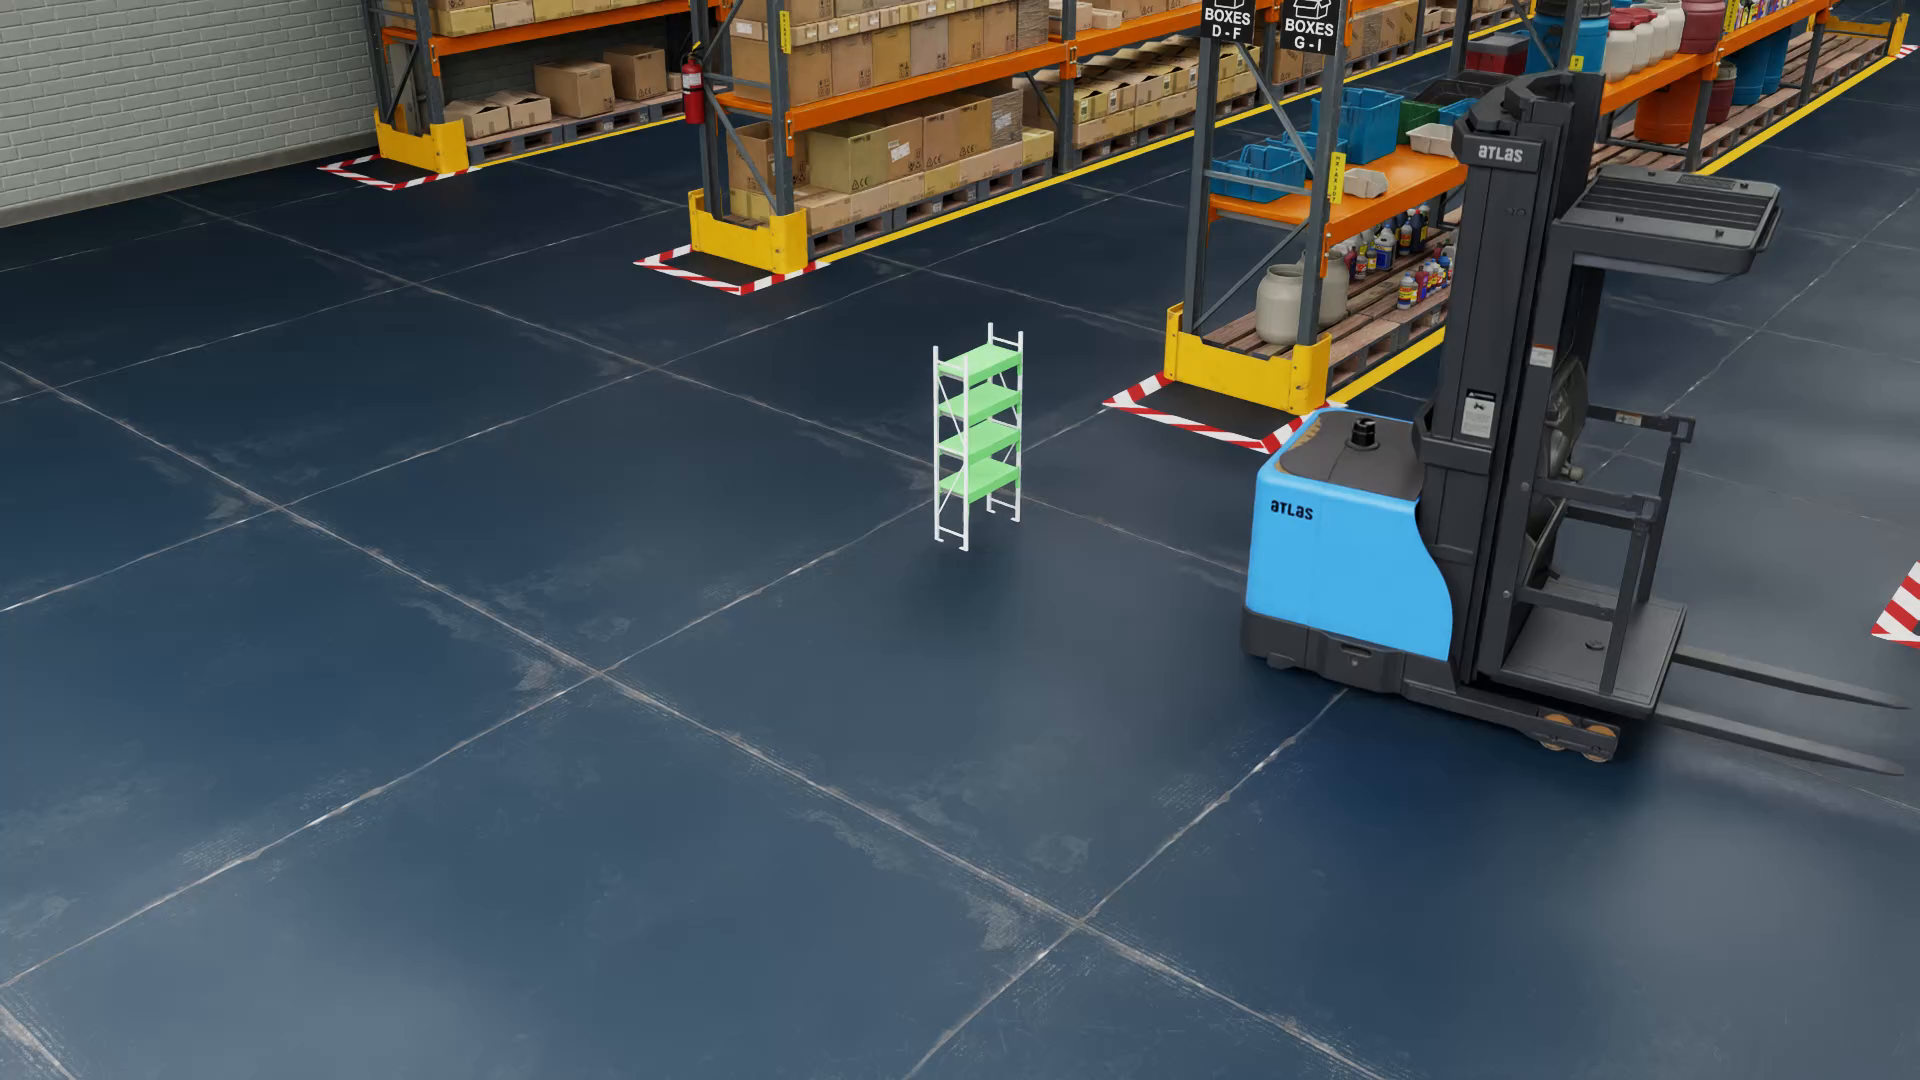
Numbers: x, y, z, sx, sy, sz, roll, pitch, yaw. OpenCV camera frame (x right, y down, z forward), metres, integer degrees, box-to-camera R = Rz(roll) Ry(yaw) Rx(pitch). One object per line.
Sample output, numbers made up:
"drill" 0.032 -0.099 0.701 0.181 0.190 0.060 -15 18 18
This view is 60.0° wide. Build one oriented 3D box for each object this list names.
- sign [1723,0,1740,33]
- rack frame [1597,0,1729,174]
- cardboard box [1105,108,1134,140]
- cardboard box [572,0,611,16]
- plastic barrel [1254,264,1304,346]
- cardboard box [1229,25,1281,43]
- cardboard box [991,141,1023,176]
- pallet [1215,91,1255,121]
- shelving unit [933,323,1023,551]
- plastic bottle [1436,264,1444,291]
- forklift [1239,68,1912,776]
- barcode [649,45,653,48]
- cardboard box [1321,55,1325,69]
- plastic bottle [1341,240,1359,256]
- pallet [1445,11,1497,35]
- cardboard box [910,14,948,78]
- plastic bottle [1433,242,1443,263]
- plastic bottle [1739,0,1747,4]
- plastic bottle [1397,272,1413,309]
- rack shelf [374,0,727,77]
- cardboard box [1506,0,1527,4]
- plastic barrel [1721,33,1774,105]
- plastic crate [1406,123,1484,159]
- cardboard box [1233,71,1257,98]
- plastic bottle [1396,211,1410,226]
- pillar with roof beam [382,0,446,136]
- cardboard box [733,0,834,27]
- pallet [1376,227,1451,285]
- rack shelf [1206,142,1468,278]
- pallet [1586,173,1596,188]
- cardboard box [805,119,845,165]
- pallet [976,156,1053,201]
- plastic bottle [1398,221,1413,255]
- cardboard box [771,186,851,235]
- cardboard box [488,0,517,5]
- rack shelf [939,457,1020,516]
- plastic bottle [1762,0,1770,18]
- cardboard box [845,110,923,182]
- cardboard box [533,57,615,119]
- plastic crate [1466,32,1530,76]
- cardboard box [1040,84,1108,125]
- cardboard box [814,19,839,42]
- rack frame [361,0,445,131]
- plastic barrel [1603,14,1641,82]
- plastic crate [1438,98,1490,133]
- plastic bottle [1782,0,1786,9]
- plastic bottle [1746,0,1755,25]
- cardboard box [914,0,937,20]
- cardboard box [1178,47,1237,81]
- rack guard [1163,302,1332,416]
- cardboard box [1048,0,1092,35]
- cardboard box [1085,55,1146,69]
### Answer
"sign" 7.513 -5.115 16.195 0.100 0.325 0.005 21 34 34
"rack frame" 7.084 -5.201 16.538 1.000 3.000 0.127 21 34 34
"cardboard box" 1.494 -4.448 17.619 0.500 0.250 0.500 22 34 36
"cardboard box" -4.123 -5.828 17.892 0.500 0.250 0.500 21 34 35
"plastic barrel" 2.355 -1.701 12.025 0.421 0.512 0.421 0 27 0
"cardboard box" 3.678 -6.135 20.586 0.500 0.500 0.500 22 35 36
"cardboard box" 0.268 -3.794 16.355 0.500 0.250 0.500 21 34 34
"pallet" 2.710 -5.131 19.438 1.003 0.211 1.213 21 34 34
"shelving unit" 0.105 -0.592 9.588 0.258 1.200 0.503 21 34 34
"plastic bottle" 3.734 -2.061 13.035 0.097 0.201 0.097 0 27 0
"forklift" 2.974 -0.547 7.618 3.031 2.935 1.130 14 31 26
"barcode" -3.634 -5.784 19.559 0.001 0.075 0.075 21 34 34
"cardboard box" 4.426 -6.176 20.666 0.500 0.500 0.500 20 34 34
"plastic bottle" 3.095 -2.260 13.339 0.152 0.276 0.135 20 33 33
"pallet" 7.022 -7.507 24.031 1.003 0.211 1.213 21 34 34
"cardboard box" -0.535 -4.569 15.209 0.700 0.500 0.500 22 35 36
"plastic bottle" 3.836 -2.251 13.313 0.061 0.283 0.133 21 34 34
"plastic bottle" 8.392 -5.782 17.715 0.144 0.351 0.185 21 34 34
"plastic bottle" 3.389 -1.899 12.648 0.097 0.271 0.097 0 27 0
"rack shelf" -4.377 -5.649 18.188 1.077 0.370 4.000 21 34 34
"cardboard box" 8.197 -8.306 24.784 0.500 0.500 0.500 21 34 34
"plastic barrel" 8.819 -5.434 18.817 0.600 0.901 0.708 21 34 34
"plastic crate" 3.702 -3.015 12.601 0.530 0.136 0.437 21 34 34
"cardboard box" 3.118 -5.357 19.376 0.500 0.250 0.500 22 34 36
"plastic bottle" 3.706 -2.636 13.986 0.144 0.351 0.185 22 34 36
"pillar with roof beam" -2.550 -7.167 13.810 9.100 9.000 0.400 21 34 34
"cardboard box" -1.484 -4.614 13.884 0.700 0.500 0.500 21 34 35
"pallet" 4.080 -2.318 14.001 1.003 0.211 1.213 21 34 34
"rack shelf" 3.267 -2.754 12.591 1.077 0.370 4.000 21 34 34
"pallet" 5.785 -3.268 15.838 1.003 0.211 1.213 21 34 34
"cardboard box" -1.088 -3.747 15.449 0.500 0.500 0.500 21 34 34
"pallet" 0.182 -3.723 16.717 1.003 0.211 1.213 21 34 34
"plastic bottle" 3.707 -2.514 13.836 0.097 0.271 0.097 0 27 0
"cardboard box" -1.312 -2.904 14.634 0.500 0.250 0.500 21 34 34
"cardboard box" -4.792 -5.789 17.000 0.500 0.500 0.500 21 34 35
"rack shelf" 0.105 -0.322 9.727 0.258 0.148 0.480 21 34 34
"plastic bottle" 8.491 -5.696 17.631 0.152 0.276 0.135 21 34 34
"cardboard box" -0.687 -3.595 15.155 0.500 0.500 0.500 21 34 34
"cardboard box" -4.272 -5.011 18.414 0.700 0.500 0.500 18 33 31
"plastic crate" 4.612 -4.072 14.287 0.402 0.464 0.583 21 34 34
"cardboard box" 1.175 -4.519 17.147 0.500 0.311 0.500 21 34 35
"cardboard box" -1.243 -4.316 14.014 0.380 0.149 0.250 20 33 33
"rack frame" -5.649 -5.260 16.652 1.000 3.000 0.127 21 34 34
"plastic barrel" 5.784 -4.378 14.800 0.433 0.535 0.433 0 27 0
"plastic crate" 4.045 -3.245 12.919 0.499 0.251 0.616 21 34 34
"plastic bottle" 8.936 -5.891 18.089 0.097 0.201 0.097 0 27 0
"plastic bottle" 8.170 -5.488 17.220 0.061 0.283 0.133 21 34 34
"cardboard box" -0.430 -4.767 14.885 0.380 0.149 0.250 21 34 35
"cardboard box" 2.795 -5.420 18.888 0.500 0.311 0.500 20 34 34
"rack guard" 2.007 -1.295 11.708 1.175 0.500 0.348 21 34 34
"cardboard box" 0.999 -5.352 16.994 0.500 0.250 0.500 23 35 37
"cardboard box" 1.724 -5.213 18.487 0.500 0.311 0.500 20 34 34
